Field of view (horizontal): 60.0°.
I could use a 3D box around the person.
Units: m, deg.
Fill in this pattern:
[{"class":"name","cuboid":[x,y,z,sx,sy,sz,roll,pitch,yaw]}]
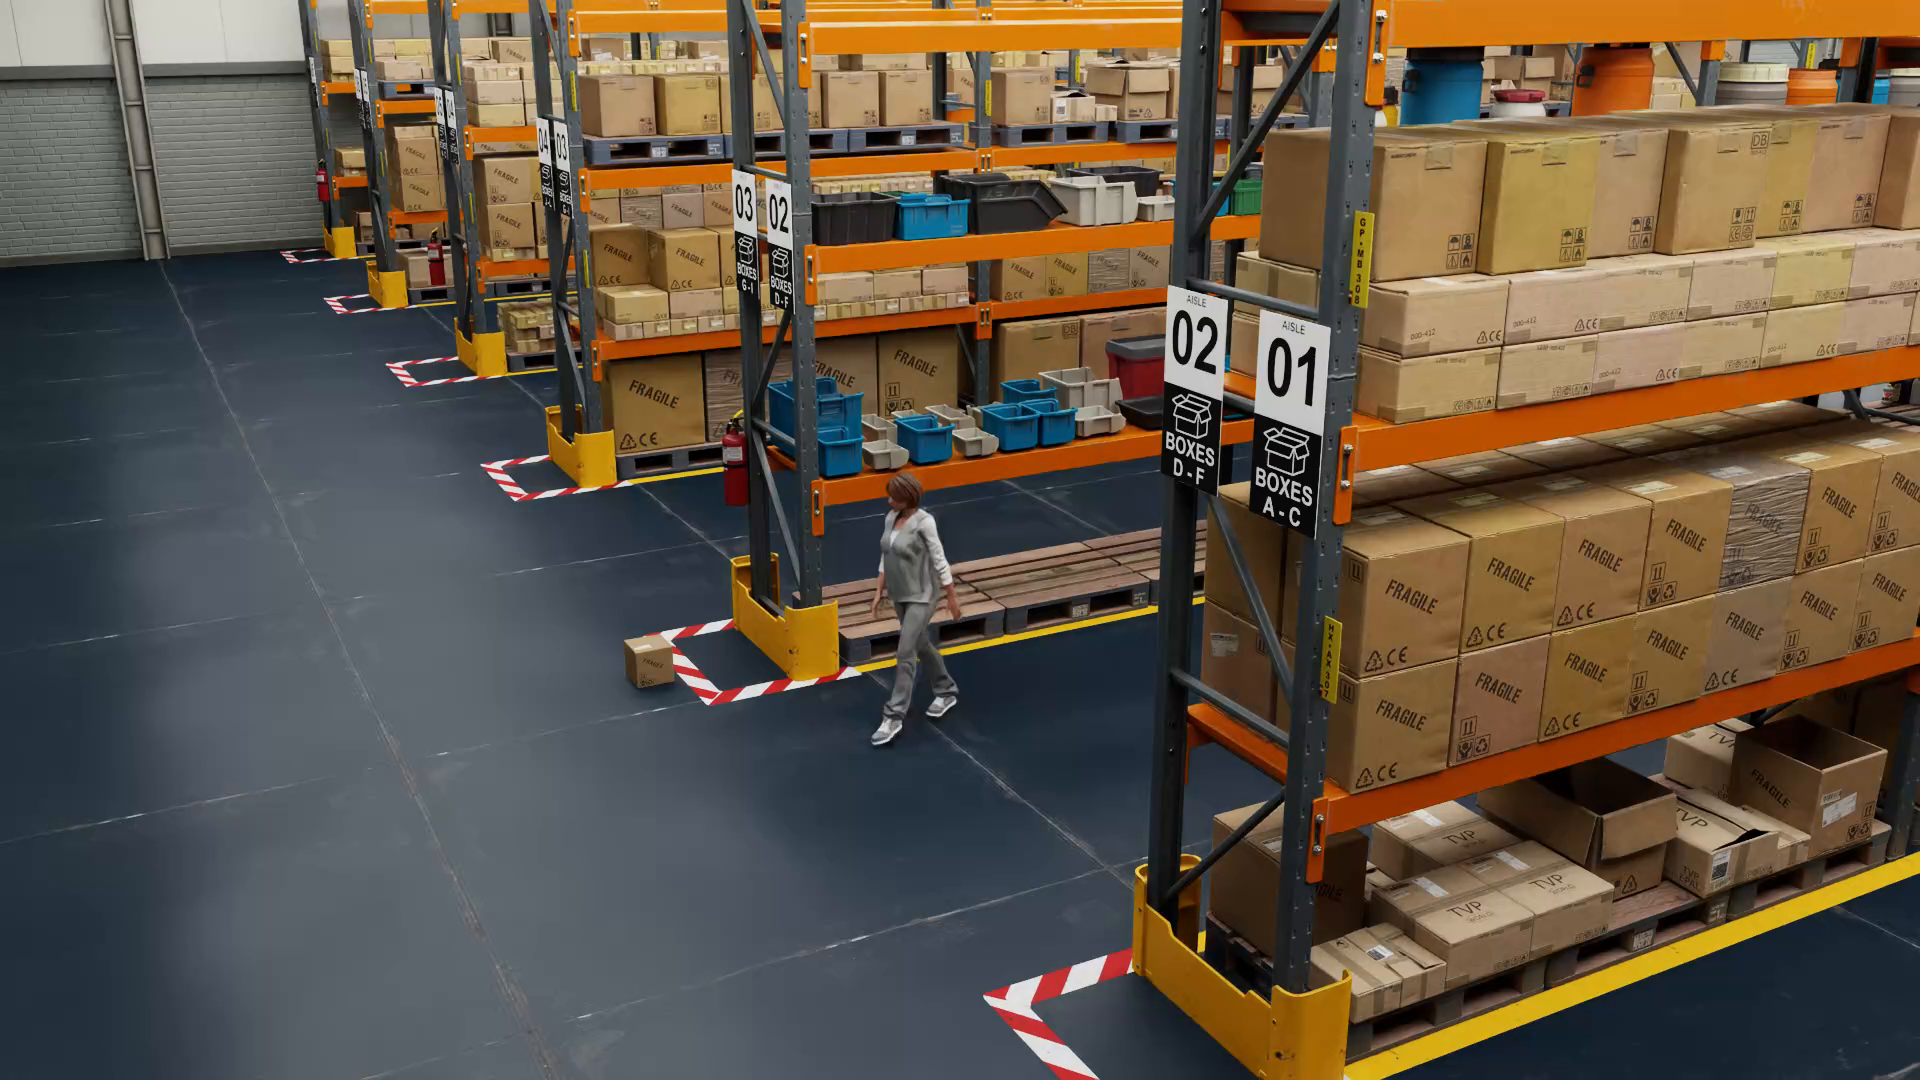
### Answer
[{"class":"person","cuboid":[-0.323,0.376,10.026,0.760,1.571,0.483,-15,24,-37]}]
